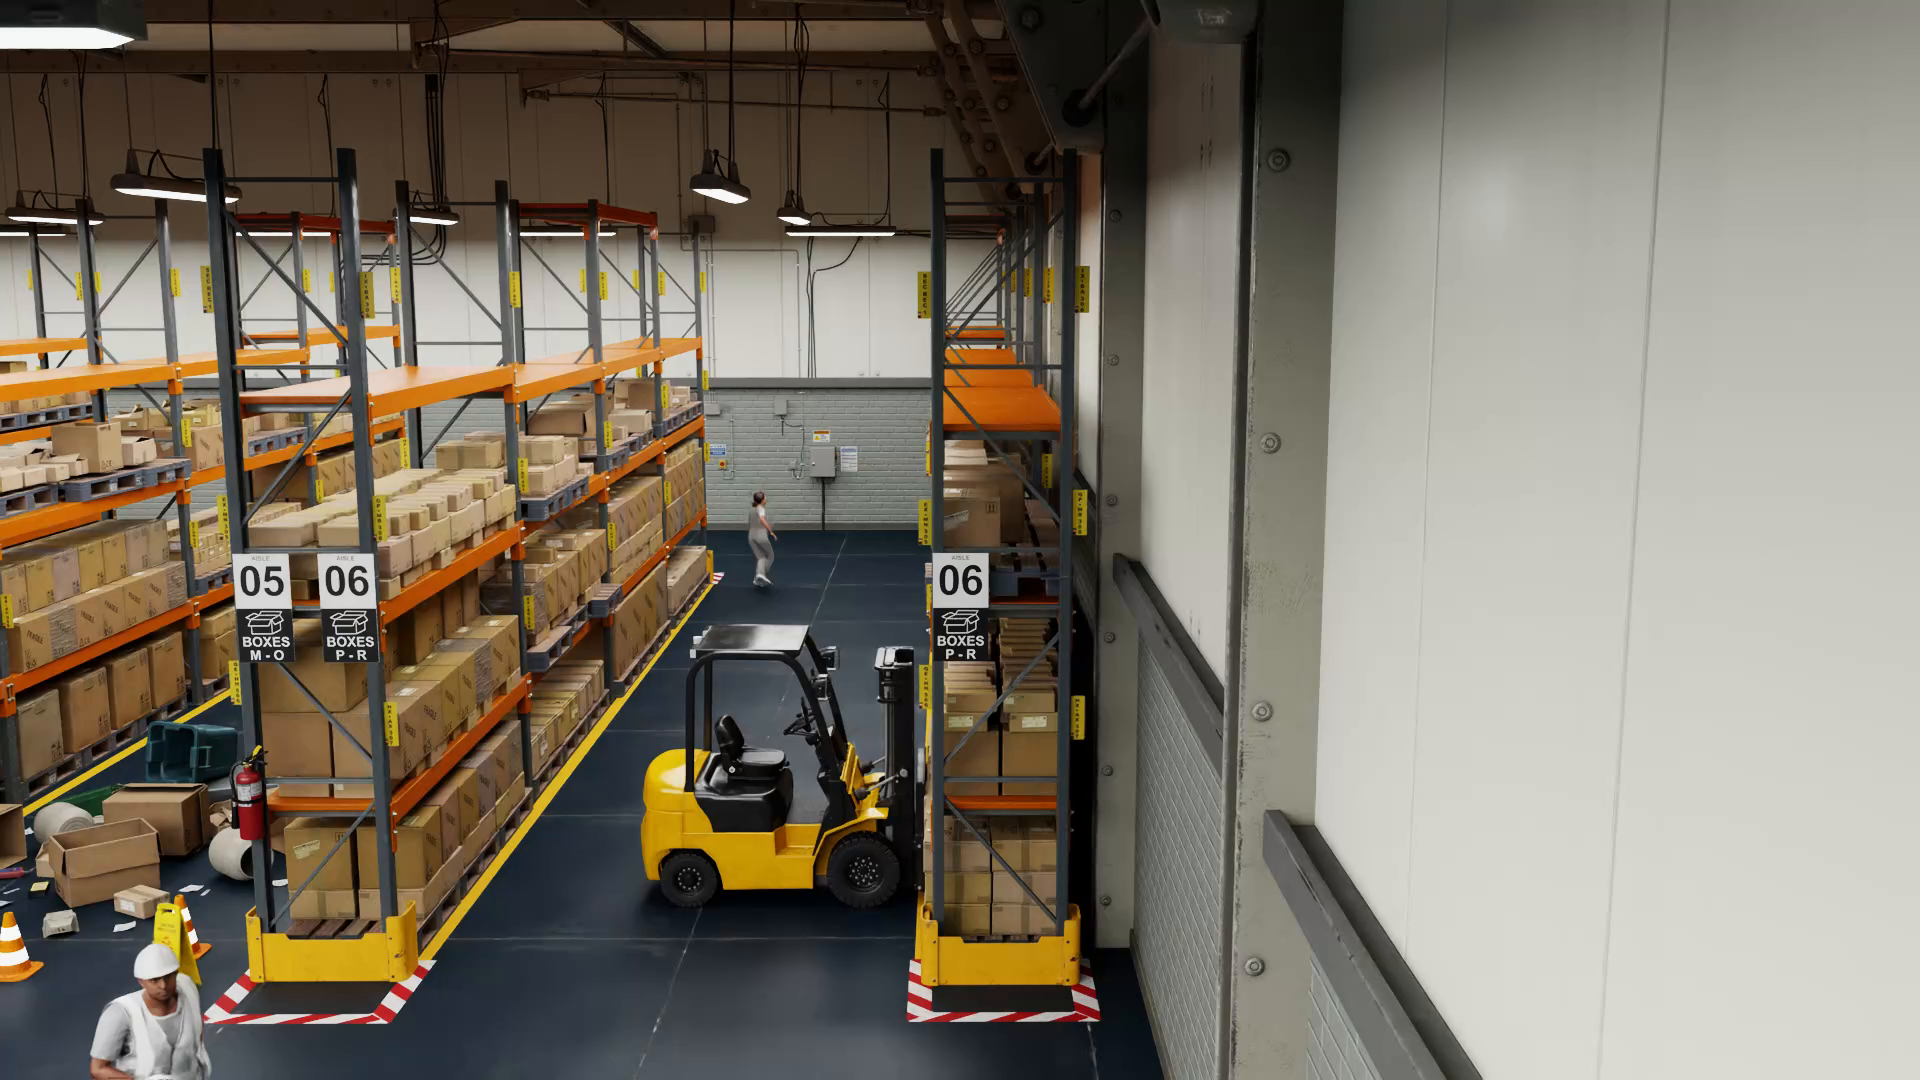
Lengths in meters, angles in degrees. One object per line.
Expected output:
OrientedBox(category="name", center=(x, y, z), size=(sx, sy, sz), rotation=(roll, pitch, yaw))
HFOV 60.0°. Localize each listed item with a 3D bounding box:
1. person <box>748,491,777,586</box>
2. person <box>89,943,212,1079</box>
OrientedBox(category="person", center=(-3.324, 0.017, 27.476), size=(0.680, 1.615, 0.651), rotation=(6, 11, 32))
OrientedBox(category="person", center=(-4.269, 2.917, 8.756), size=(0.637, 1.761, 0.851), rotation=(-8, 12, -42))
